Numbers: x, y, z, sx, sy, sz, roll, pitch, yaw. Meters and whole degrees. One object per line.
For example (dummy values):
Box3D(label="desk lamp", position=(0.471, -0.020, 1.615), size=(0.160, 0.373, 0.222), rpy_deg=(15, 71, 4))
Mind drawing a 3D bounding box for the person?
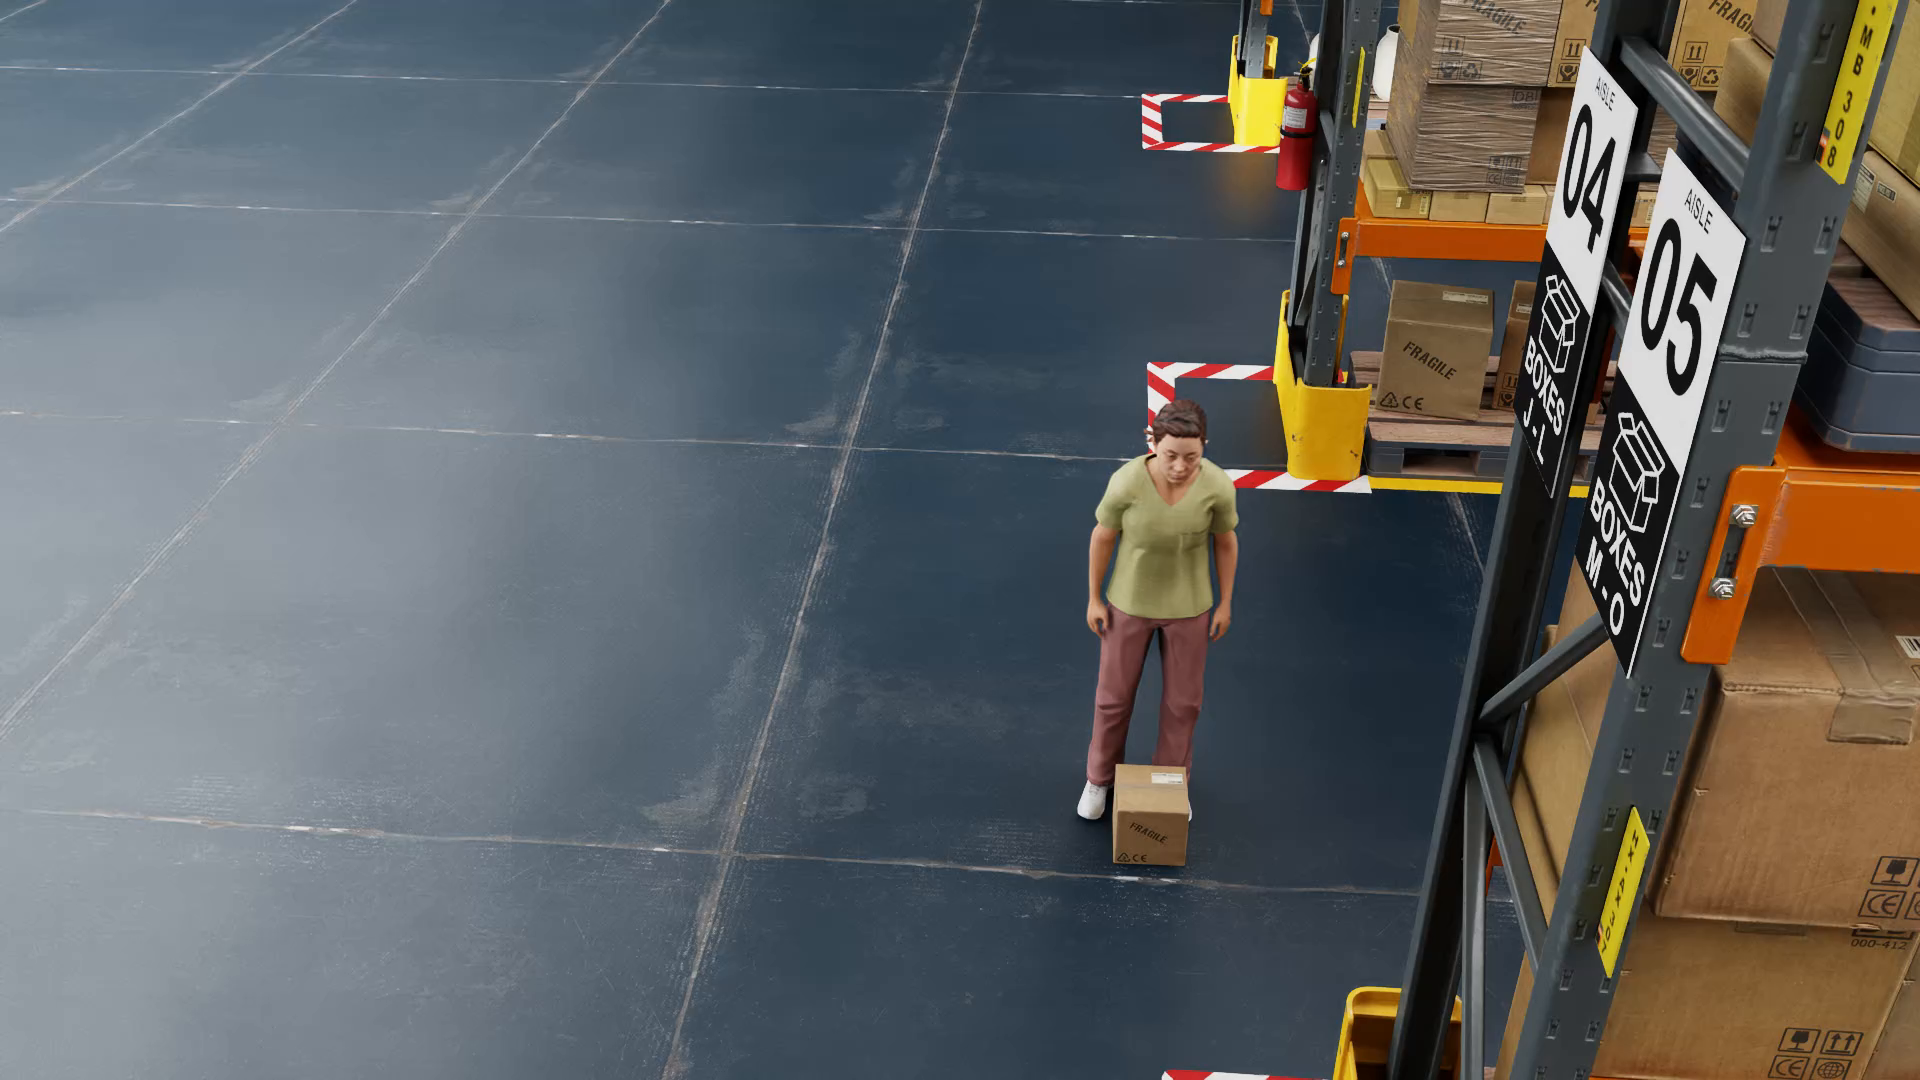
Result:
Box3D(label="person", position=(0.691, 0.244, 5.748), size=(0.504, 1.672, 0.353), rpy_deg=(2, 32, 3))
